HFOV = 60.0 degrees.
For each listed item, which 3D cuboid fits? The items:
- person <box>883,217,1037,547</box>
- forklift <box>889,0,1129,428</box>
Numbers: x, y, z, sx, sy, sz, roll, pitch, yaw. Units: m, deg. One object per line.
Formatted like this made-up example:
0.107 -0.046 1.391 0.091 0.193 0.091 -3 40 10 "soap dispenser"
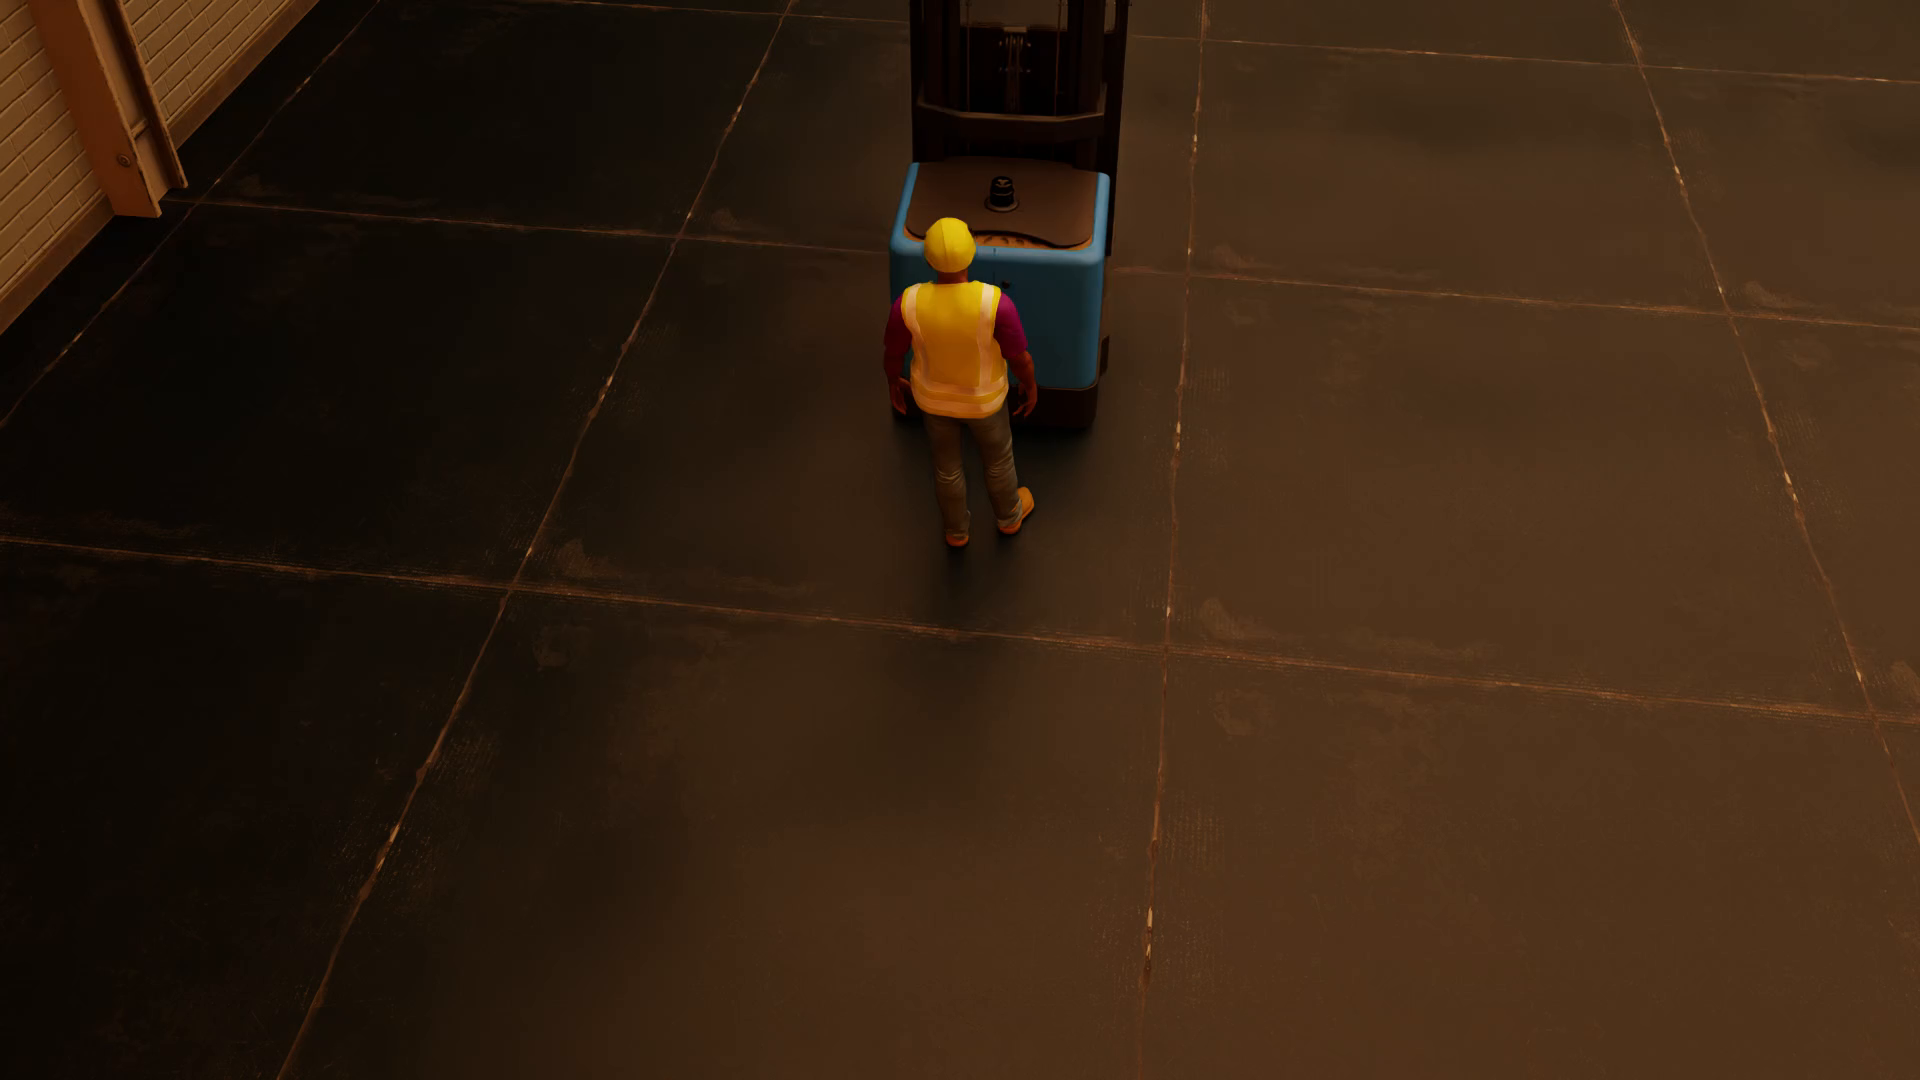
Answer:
0.014 -0.702 7.339 0.666 1.768 0.575 5 43 6 "person"
0.320 -2.640 8.598 1.130 2.935 3.031 4 43 5 "forklift"
